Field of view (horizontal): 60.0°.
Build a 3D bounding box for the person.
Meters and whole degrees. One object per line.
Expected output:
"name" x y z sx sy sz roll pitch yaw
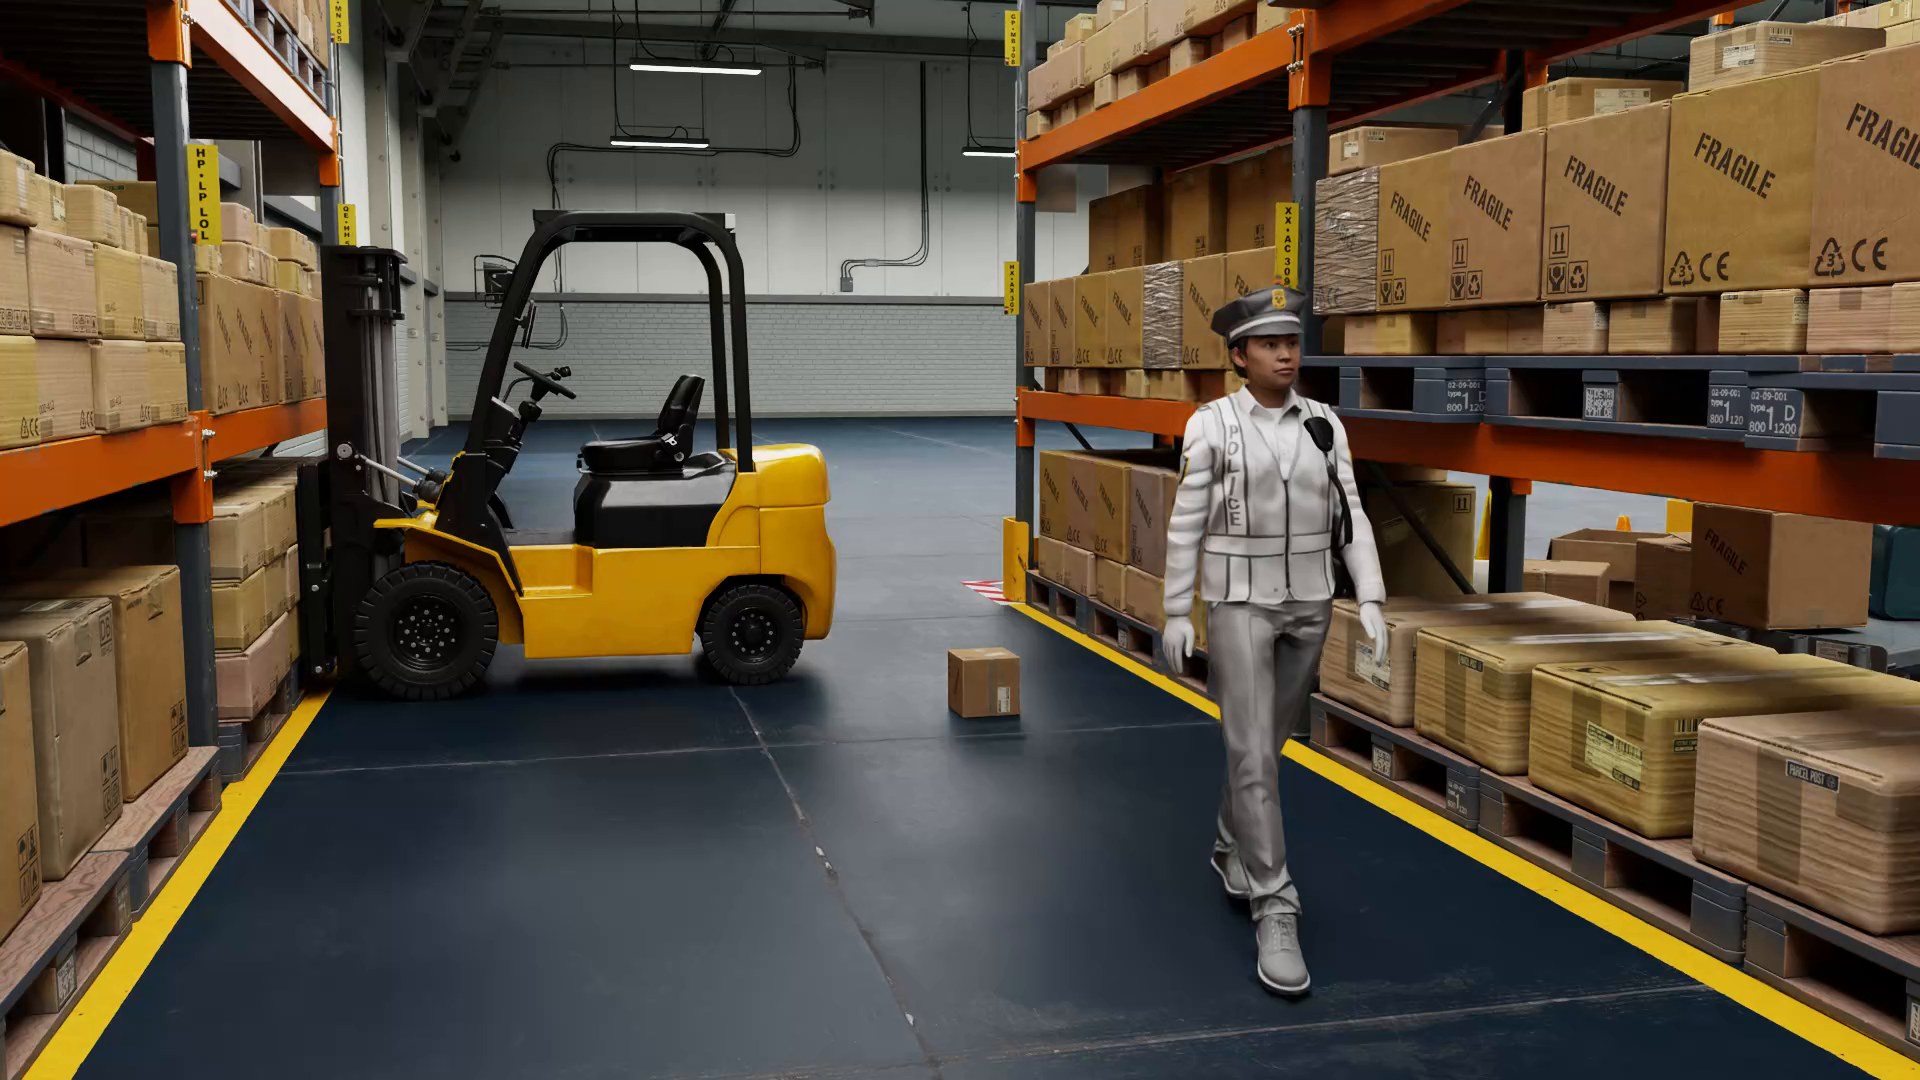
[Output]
"person" 0.833 0.189 4.260 0.520 1.672 0.865 -1 6 -13
